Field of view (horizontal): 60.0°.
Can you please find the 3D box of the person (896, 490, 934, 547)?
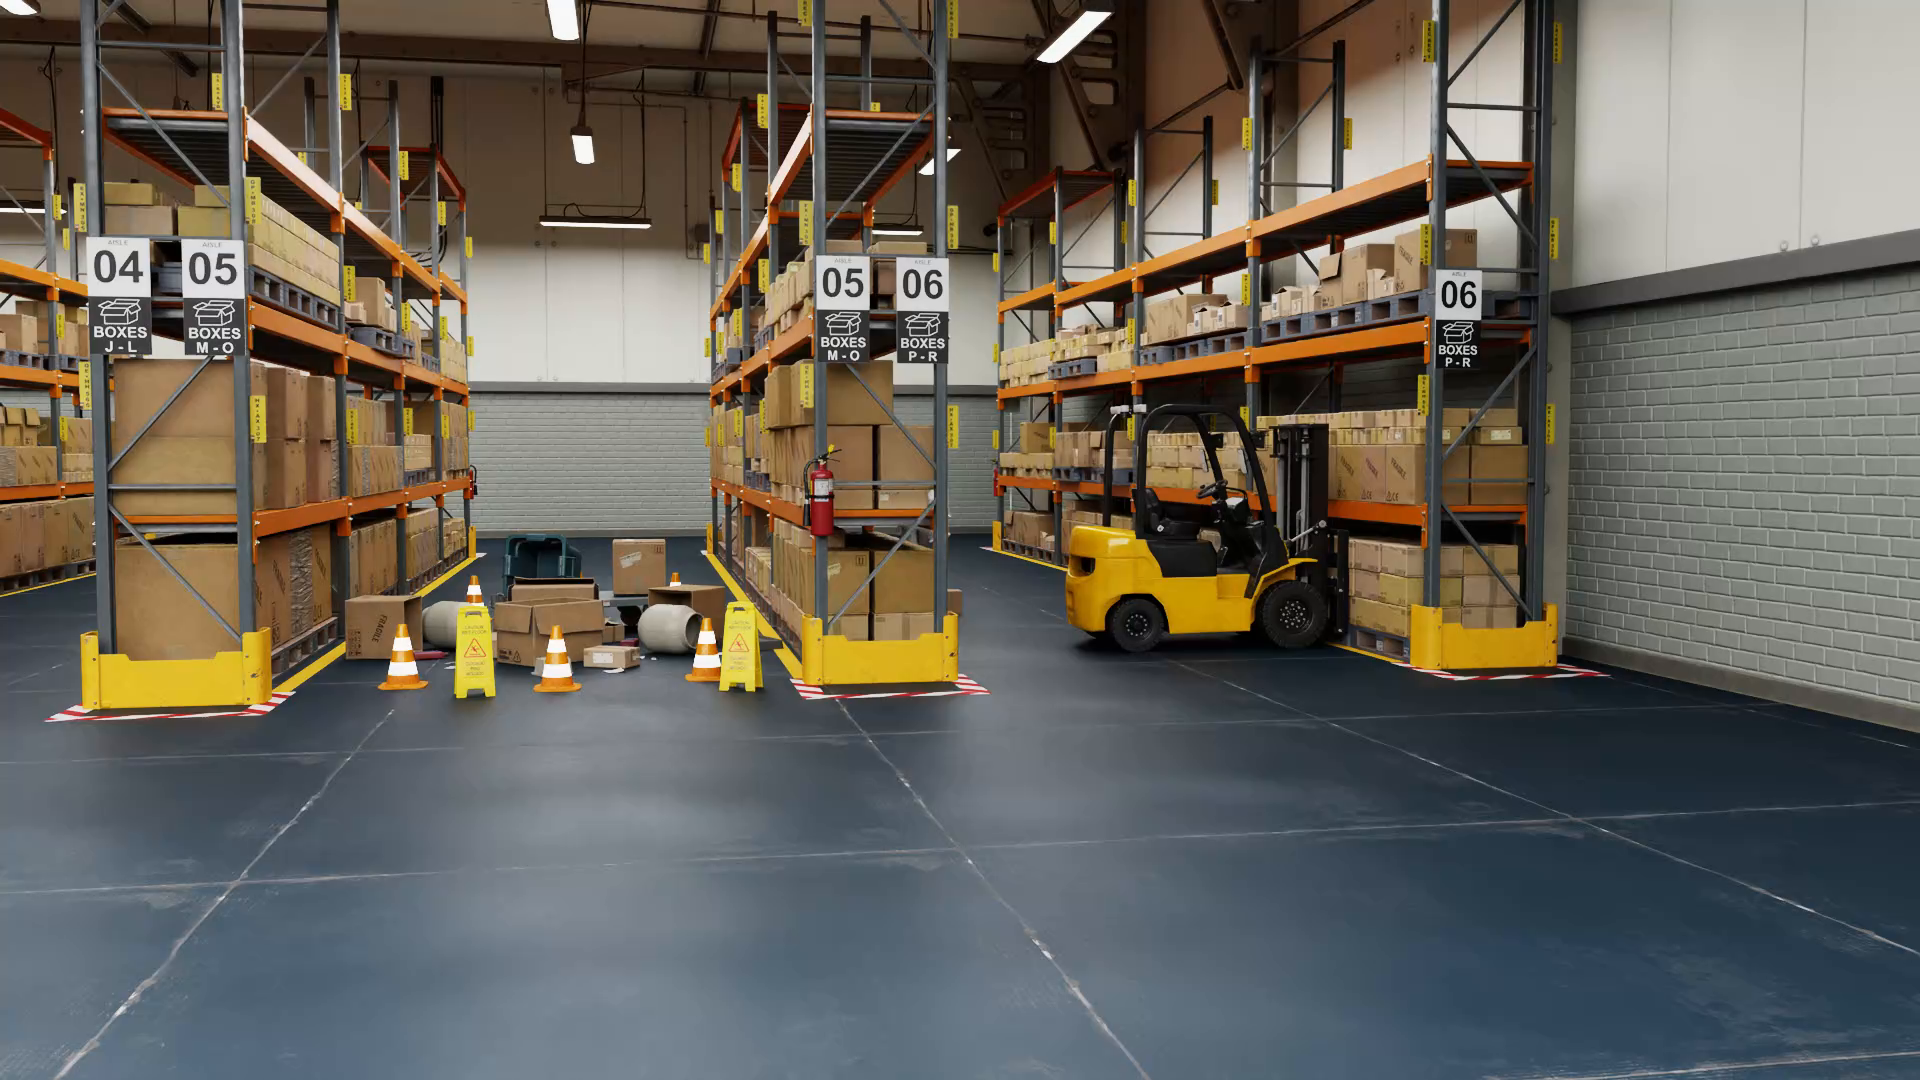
[{"bbox_3d":[-0.543,-0.166,19.853,0.490,1.623,1.017,-1,3,-12],"label":"person"}]
